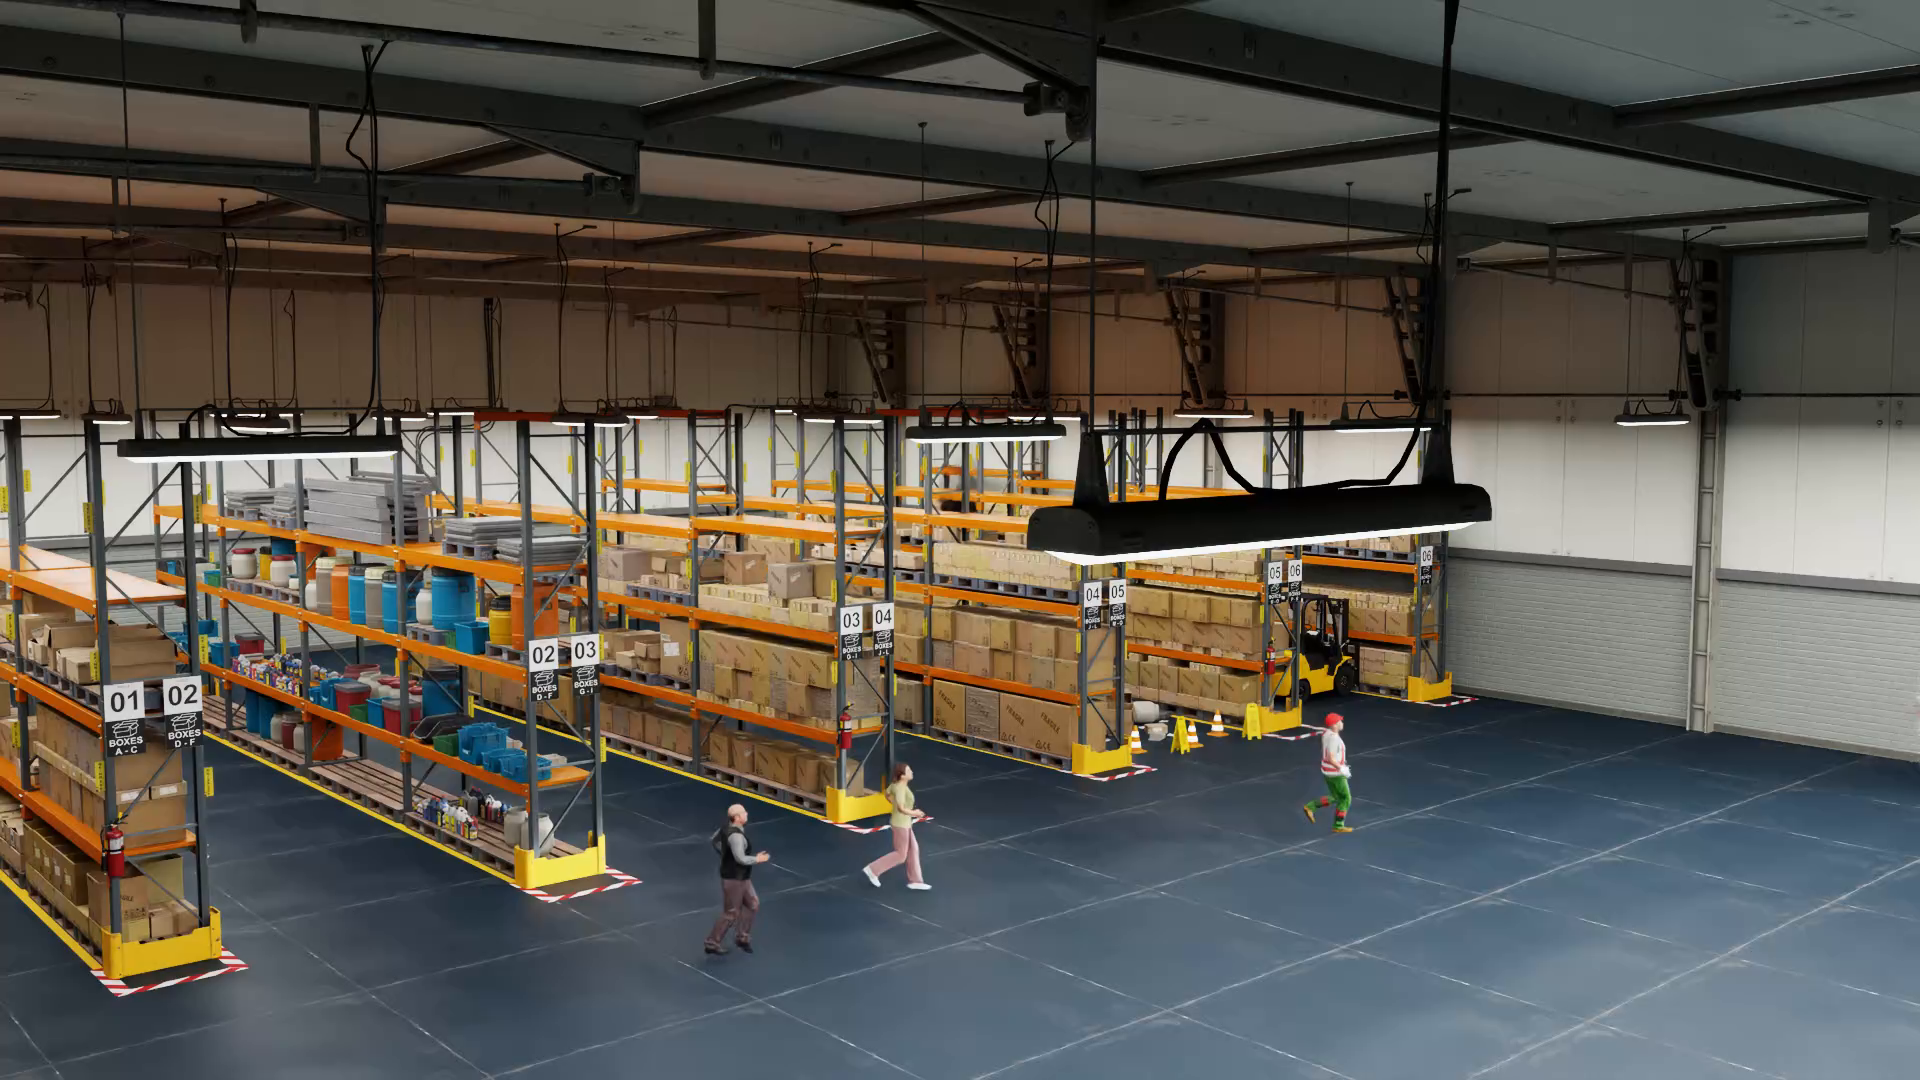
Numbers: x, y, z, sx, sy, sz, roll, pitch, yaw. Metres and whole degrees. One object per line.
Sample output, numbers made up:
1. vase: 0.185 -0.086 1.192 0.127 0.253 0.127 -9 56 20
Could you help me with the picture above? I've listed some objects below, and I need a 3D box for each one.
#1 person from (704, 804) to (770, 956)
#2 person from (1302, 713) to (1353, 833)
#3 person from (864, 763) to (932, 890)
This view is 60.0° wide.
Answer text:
1. person: -2.516 3.851 18.692 0.748 1.798 0.675 -1 5 -13
2. person: 5.317 3.354 23.956 0.724 1.747 0.698 0 5 0
3. person: -0.802 3.655 21.165 0.887 1.668 0.587 -1 5 -10
